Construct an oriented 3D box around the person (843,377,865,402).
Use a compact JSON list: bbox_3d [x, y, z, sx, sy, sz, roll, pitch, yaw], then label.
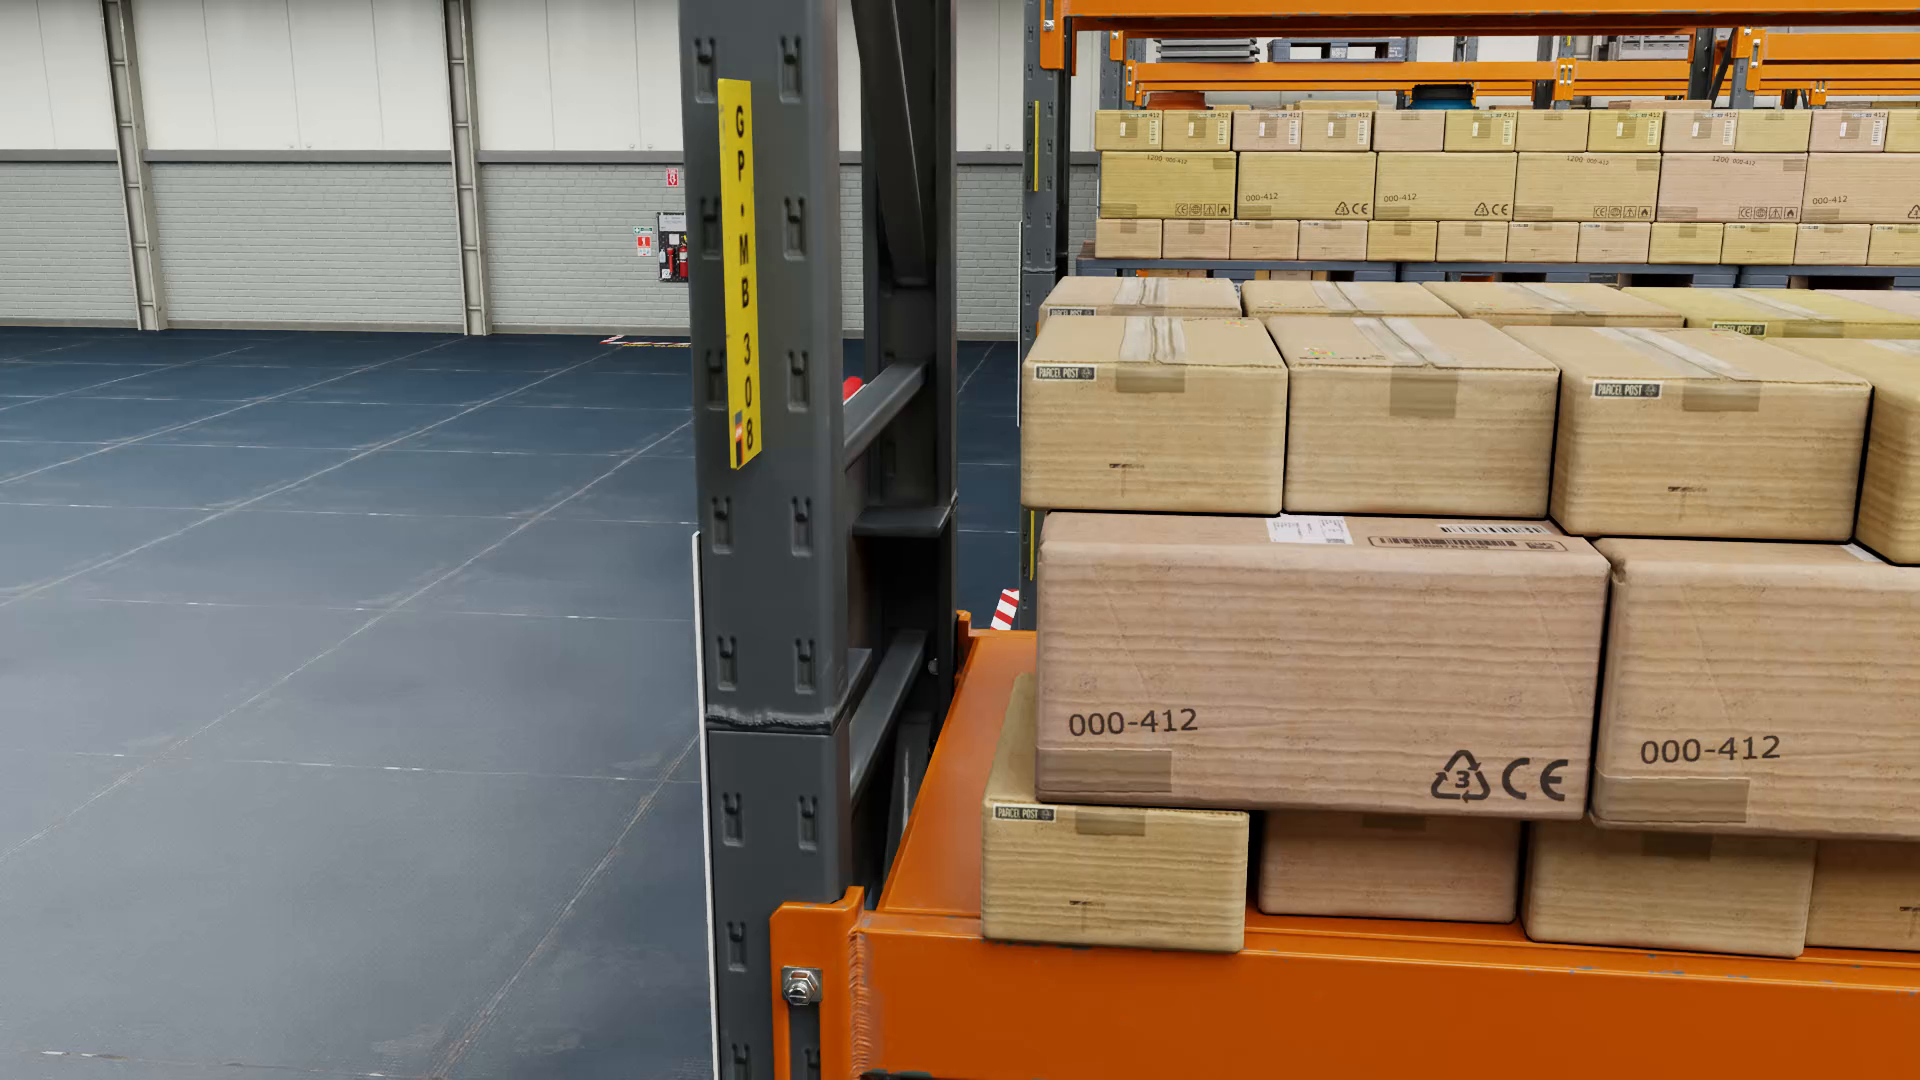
[{"bbox_3d":[-0.789,-0.268,11.993,0.725,1.779,0.542,-10,17,-33],"label":"person"}]
